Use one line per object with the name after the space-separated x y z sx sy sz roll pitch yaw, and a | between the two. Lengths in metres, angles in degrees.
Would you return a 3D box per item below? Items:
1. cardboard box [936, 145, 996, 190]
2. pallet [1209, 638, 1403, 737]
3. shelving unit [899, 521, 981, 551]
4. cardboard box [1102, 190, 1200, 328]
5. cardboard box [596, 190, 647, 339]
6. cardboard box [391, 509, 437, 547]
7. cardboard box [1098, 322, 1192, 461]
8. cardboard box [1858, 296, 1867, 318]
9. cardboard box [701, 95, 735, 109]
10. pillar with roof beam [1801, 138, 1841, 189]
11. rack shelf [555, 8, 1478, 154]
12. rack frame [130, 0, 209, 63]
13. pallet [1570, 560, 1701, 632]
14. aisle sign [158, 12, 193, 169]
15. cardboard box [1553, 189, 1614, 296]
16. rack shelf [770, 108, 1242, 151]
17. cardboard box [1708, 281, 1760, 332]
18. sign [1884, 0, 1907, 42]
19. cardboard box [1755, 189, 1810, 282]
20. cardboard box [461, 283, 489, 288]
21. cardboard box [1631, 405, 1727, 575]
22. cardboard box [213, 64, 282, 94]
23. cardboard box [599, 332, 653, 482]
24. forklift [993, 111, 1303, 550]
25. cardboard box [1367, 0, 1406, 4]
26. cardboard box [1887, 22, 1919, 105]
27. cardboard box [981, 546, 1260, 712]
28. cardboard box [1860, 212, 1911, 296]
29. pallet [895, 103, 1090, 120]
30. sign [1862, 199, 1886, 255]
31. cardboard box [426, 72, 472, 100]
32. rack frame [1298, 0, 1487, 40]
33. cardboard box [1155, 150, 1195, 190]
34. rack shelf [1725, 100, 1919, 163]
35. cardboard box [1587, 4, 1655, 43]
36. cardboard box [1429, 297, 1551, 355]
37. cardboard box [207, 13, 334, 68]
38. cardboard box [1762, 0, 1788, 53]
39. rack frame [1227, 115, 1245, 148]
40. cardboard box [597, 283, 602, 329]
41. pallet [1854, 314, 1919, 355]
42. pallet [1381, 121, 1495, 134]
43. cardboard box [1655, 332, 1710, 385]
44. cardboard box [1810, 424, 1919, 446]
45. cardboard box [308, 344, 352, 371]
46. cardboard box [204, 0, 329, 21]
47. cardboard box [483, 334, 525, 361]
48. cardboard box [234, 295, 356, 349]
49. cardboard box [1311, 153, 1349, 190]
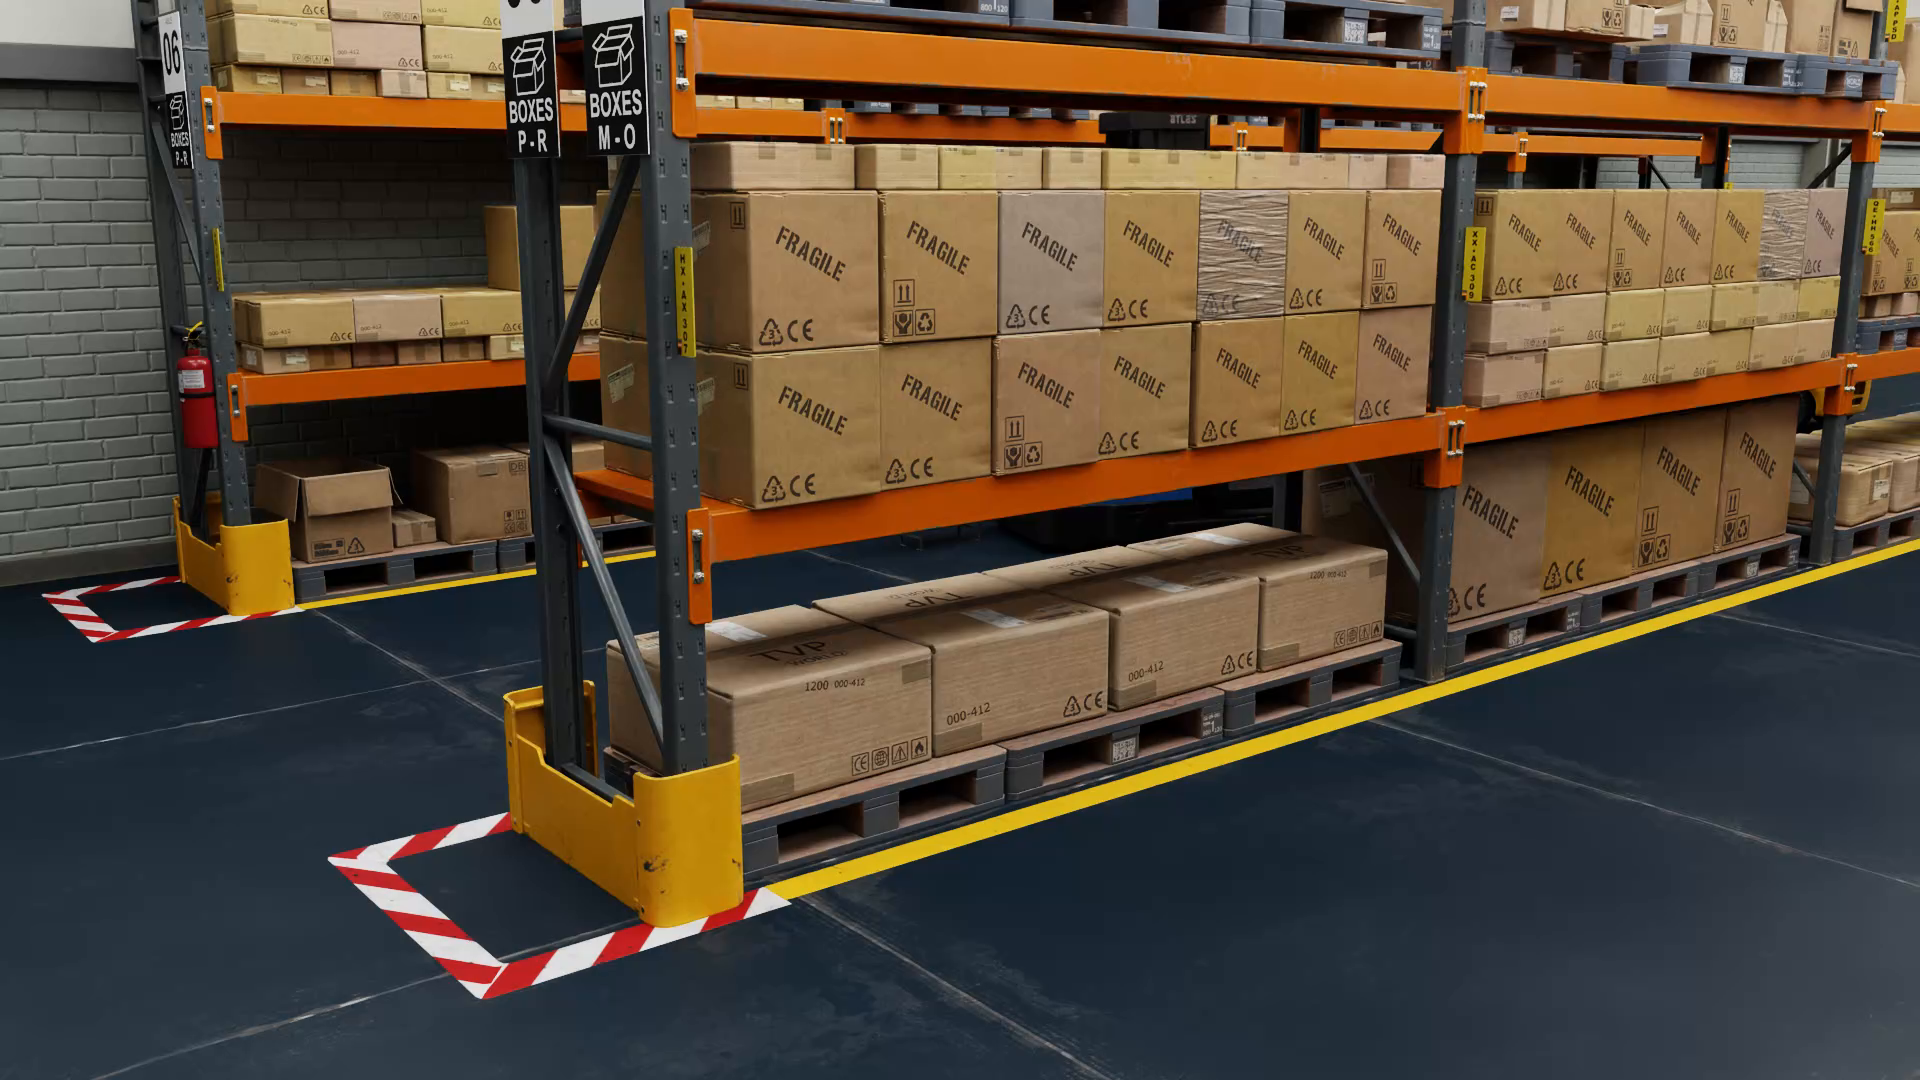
-0.090 -1.299 5.814 0.250 0.149 0.380 -10 16 -39 | cardboard box
1.312 0.586 7.859 1.213 0.211 1.003 -9 15 -38 | pallet
-0.129 -0.565 10.903 0.503 1.200 0.258 -9 15 -38 | shelving unit
0.569 -1.100 6.438 0.500 0.500 0.500 -9 15 -37 | cardboard box
-0.941 -0.984 5.892 0.500 0.500 0.500 -9 15 -36 | cardboard box
-3.380 -0.073 10.103 0.250 0.149 0.380 -10 16 -40 | cardboard box
0.552 -0.610 6.540 0.500 0.500 0.500 -9 15 -36 | cardboard box
5.448 -1.477 10.457 0.250 0.149 0.380 -11 16 -41 | cardboard box
-1.654 -2.853 10.728 0.250 0.149 0.380 -9 15 -36 | cardboard box
14.489 -6.296 19.114 0.400 9.000 9.100 -9 15 -38 | pillar with roof beam
0.393 -1.719 6.515 4.000 0.370 1.077 -9 15 -38 | rack shelf
-4.273 -4.084 8.696 0.127 3.000 1.000 -9 15 -38 | rack frame
3.463 0.229 9.542 1.213 0.211 1.003 -9 15 -38 | pallet
-4.143 -2.364 8.783 0.004 0.787 0.394 -9 15 -38 | aisle sign
2.857 -1.483 8.241 0.500 0.500 0.500 -10 15 -38 | cardboard box
0.412 -3.043 12.748 4.000 0.370 1.077 -9 15 -38 | rack shelf
4.073 -1.313 9.247 0.500 0.250 0.500 -10 16 -39 | cardboard box
5.418 -3.050 9.616 0.005 0.325 0.100 -9 15 -38 | sign
4.442 -1.743 9.469 0.500 0.500 0.500 -9 15 -37 | cardboard box
-2.878 -1.522 10.720 0.500 0.250 0.500 -9 15 -38 | cardboard box
3.787 -0.357 9.695 0.875 0.875 0.875 -9 15 -37 | cardboard box
-3.879 -2.497 9.050 0.250 0.149 0.380 -9 15 -36 | cardboard box
-0.958 -0.499 6.016 0.500 0.500 0.500 -9 15 -37 | cardboard box
1.779 -1.532 11.286 3.031 2.935 1.130 -4 13 -19 | forklift
1.655 -2.385 6.988 0.258 0.266 0.396 -9 15 -36 | cardboard box
5.824 -3.020 10.668 0.500 0.500 0.700 -9 15 -38 | cardboard box
0.698 0.365 7.347 0.875 0.438 0.875 -10 16 -39 | cardboard box
5.574 -1.803 10.432 0.500 0.500 0.500 -10 16 -39 | cardboard box
0.212 -3.252 12.452 1.003 0.211 1.213 -9 15 -38 | pallet
5.427 -1.859 9.876 0.005 0.325 0.100 -9 15 -38 | sign
-3.021 -2.617 9.614 0.250 0.149 0.380 -9 15 -38 | cardboard box
1.954 -3.798 7.351 0.127 3.000 1.000 -9 15 -38 | rack frame
0.692 -1.437 6.467 0.250 0.149 0.380 -9 15 -38 | cardboard box
6.639 -2.757 11.404 4.000 0.370 1.077 -9 15 -38 | rack shelf
3.161 -2.529 8.149 0.250 0.166 0.380 -11 16 -41 | cardboard box
2.474 -1.046 7.991 0.500 0.250 0.500 -10 16 -39 | cardboard box
-3.756 -2.702 9.054 0.500 0.250 0.500 -10 15 -38 | cardboard box
4.221 -2.754 8.968 0.258 0.266 0.396 -10 16 -39 | cardboard box
1.974 -2.187 14.207 0.127 3.000 1.000 -9 15 -38 | rack frame
-2.174 -1.505 10.638 0.500 0.250 0.500 -10 15 -38 | cardboard box
5.568 -1.399 10.955 1.003 0.211 1.213 -9 15 -38 | pallet
4.417 -3.963 15.811 1.217 0.209 0.805 -10 16 -40 | pallet
3.672 -0.999 8.974 0.500 0.250 0.500 -10 15 -39 | cardboard box
6.692 -0.569 11.901 0.625 0.372 0.950 -9 15 -36 | cardboard box
-3.675 -1.065 9.527 0.250 0.149 0.380 -9 15 -36 | cardboard box
-3.770 -2.950 9.019 0.500 0.250 0.500 -10 15 -38 | cardboard box
-2.808 -1.183 10.085 0.250 0.149 0.380 -10 16 -39 | cardboard box
-3.750 -1.236 9.375 0.500 0.250 0.500 -9 15 -37 | cardboard box
1.438 -1.580 7.138 0.250 0.149 0.380 -9 15 -38 | cardboard box
